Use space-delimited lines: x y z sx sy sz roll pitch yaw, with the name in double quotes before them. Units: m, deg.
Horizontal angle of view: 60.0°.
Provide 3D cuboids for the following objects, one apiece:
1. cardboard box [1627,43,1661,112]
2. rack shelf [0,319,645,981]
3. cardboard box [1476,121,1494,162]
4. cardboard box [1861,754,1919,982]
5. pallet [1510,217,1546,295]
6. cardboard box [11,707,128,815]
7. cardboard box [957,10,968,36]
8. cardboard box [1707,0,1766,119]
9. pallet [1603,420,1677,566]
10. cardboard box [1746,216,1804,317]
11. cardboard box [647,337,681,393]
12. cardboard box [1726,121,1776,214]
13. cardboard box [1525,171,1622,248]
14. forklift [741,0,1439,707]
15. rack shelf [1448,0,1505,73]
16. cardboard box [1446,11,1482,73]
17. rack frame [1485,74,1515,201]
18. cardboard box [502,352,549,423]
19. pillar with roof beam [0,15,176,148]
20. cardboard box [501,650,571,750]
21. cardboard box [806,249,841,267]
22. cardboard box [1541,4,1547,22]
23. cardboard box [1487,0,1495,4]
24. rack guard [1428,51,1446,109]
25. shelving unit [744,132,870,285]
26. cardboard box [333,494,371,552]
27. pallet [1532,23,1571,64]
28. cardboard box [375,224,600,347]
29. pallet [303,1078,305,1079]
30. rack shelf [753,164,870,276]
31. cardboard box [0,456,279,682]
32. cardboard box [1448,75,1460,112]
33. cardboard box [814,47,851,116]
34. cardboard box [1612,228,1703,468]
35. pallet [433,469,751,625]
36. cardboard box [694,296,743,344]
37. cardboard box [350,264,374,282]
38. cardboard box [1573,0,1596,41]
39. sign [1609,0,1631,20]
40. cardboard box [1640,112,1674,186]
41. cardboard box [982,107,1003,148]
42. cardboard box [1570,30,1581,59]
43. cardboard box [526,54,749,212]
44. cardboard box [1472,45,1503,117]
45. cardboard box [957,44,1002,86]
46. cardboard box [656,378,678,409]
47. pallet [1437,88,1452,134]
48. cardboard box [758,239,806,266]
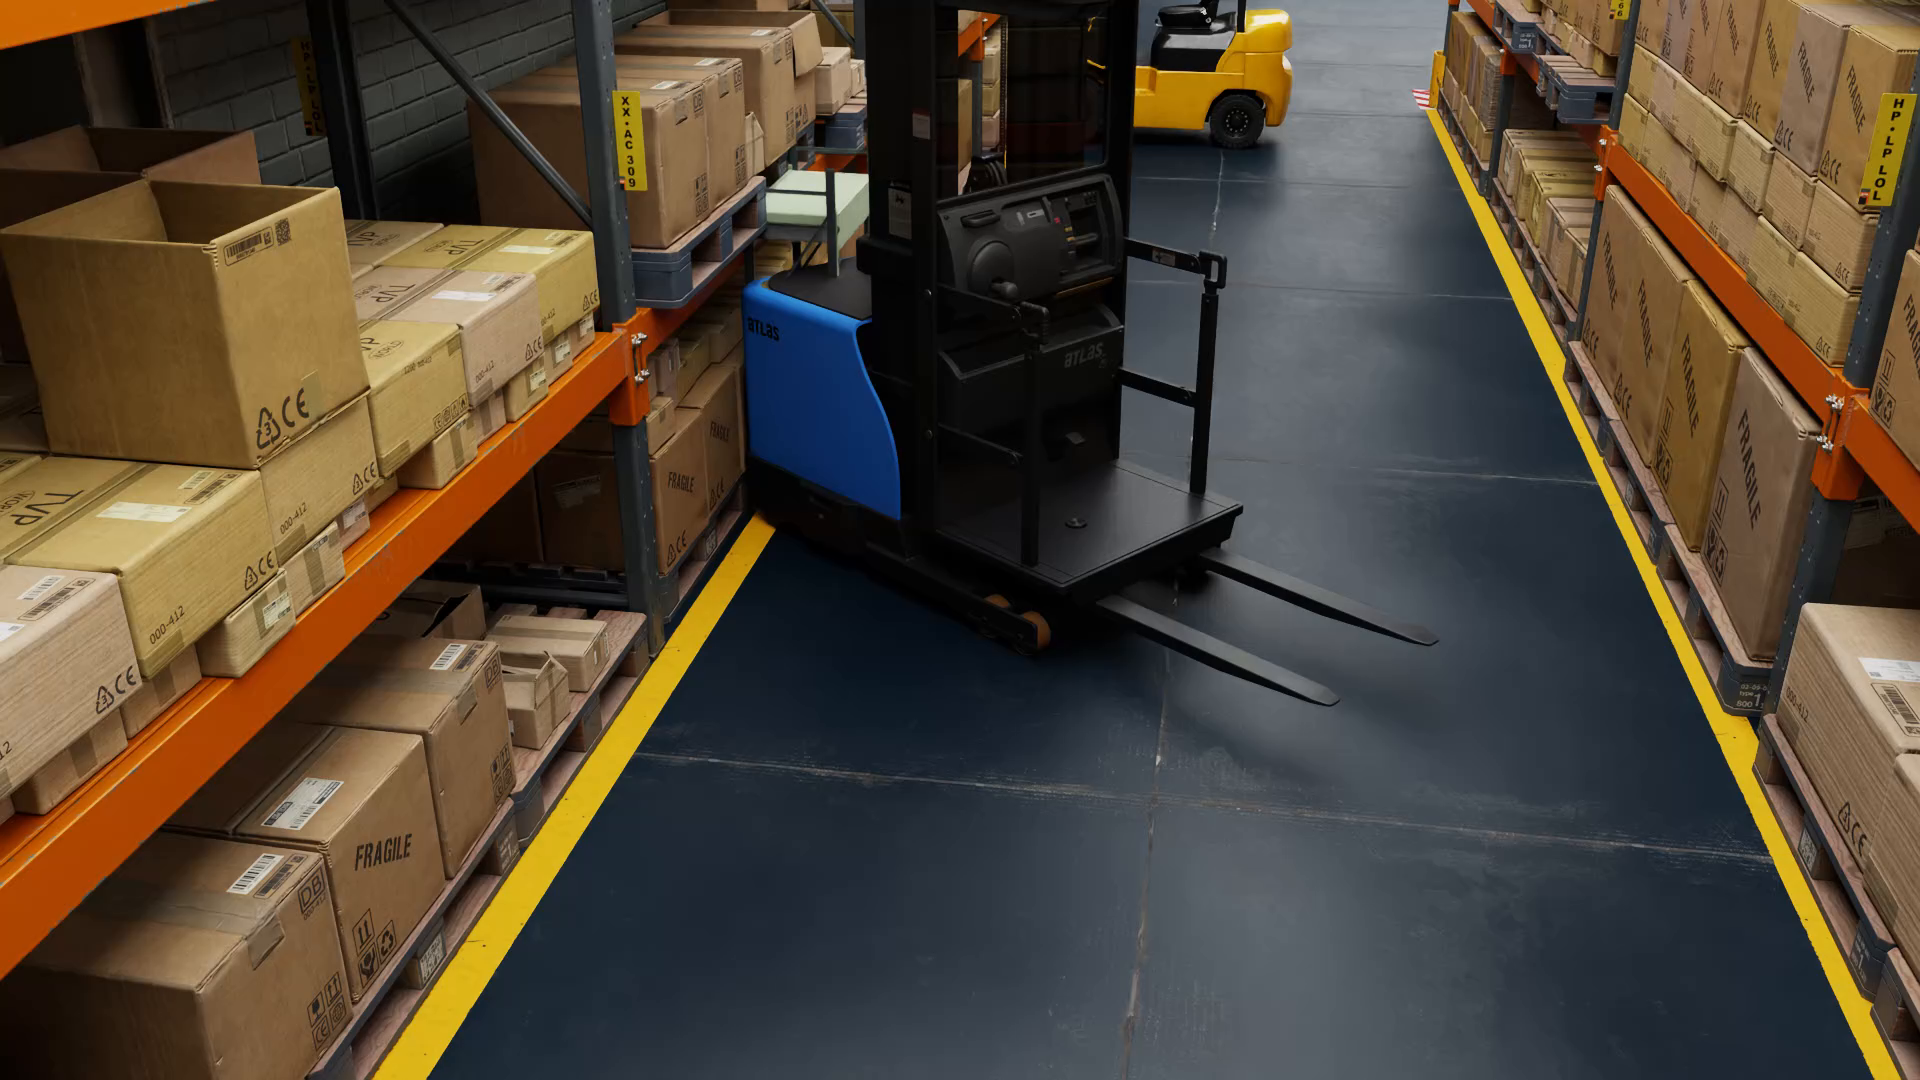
"cardboard box" 3.590 -2.259 8.125 0.500 0.250 0.500 4 25 8
"rack shelf" -1.961 0.198 4.138 1.077 0.370 4.000 4 25 9
"cardboard box" 4.402 -3.179 13.251 0.500 0.250 0.500 5 26 11
"cardboard box" 2.909 0.978 4.150 0.875 0.438 0.875 3 25 7
"pallet" 4.248 -1.868 10.991 1.003 0.211 1.213 4 25 9
"cardboard box" -1.858 0.380 3.196 0.380 0.149 0.250 5 26 10
"cardboard box" -0.228 -3.803 12.013 0.500 0.250 0.500 4 25 8
"cardboard box" 3.338 -1.970 6.622 0.500 0.500 0.500 4 25 9
"pallet" 3.512 -0.199 7.426 1.003 0.211 1.213 4 25 9
"cardboard box" 3.172 -0.972 5.966 0.500 0.250 0.500 4 25 8
"cardboard box" -1.318 -0.695 6.533 0.380 0.149 0.250 3 25 6
"cardboard box" 3.248 -1.409 6.308 0.500 0.250 0.500 5 25 10
"cardboard box" 4.261 -2.157 10.924 0.950 0.372 0.625 5 26 10
"forklift" 0.433 -1.135 6.217 1.130 2.935 3.031 -22 33 -39
"rack shelf" 4.897 -4.479 14.129 1.077 0.370 4.000 4 25 9
"cardboard box" 4.816 -4.597 15.397 0.500 0.500 0.500 3 25 7
"rack frame" 4.570 -3.968 12.189 1.000 3.000 0.127 4 25 9
"cardboard box" -1.477 -0.479 5.032 0.380 0.149 0.250 5 25 10
"pillar with roof beam" 1.610 -3.155 3.375 9.100 9.000 0.400 4 25 9
"cardboard box" -1.494 0.486 5.403 0.396 0.266 0.258 5 26 10
"cardboard box" -0.930 -1.295 8.932 0.500 0.500 0.500 4 25 8
"cardboard box" 4.065 -3.503 10.996 0.380 0.149 0.250 4 25 9
"cardboard box" 4.485 -4.435 13.483 0.380 0.149 0.250 4 25 8
"rack guard" 5.212 -4.477 16.225 1.175 0.500 0.348 4 25 9
"shelving unit" -0.652 -1.031 7.514 0.431 1.500 0.755 5 27 9
"cardboard box" -1.707 -0.056 4.127 0.380 0.149 0.250 4 25 8
"pallet" 4.200 -3.039 10.431 1.003 0.211 1.213 4 25 9
"cardboard box" -1.477 -0.801 5.250 0.500 0.250 0.500 5 25 10
"pallet" -2.147 1.606 3.570 1.003 0.211 1.213 4 25 9
"rack shelf" -0.650 -1.379 7.338 0.431 0.370 0.720 5 27 9
"cardboard box" -1.787 0.047 3.437 0.500 0.250 0.500 4 25 8
"cardboard box" 4.729 -4.055 15.122 0.500 0.250 0.500 5 26 10
"cardboard box" -0.834 -2.296 8.299 0.500 0.250 0.500 3 25 6
"cardboard box" 3.572 -0.867 7.575 0.875 0.875 0.875 4 25 9
"pallet" -1.539 -0.044 7.096 1.003 0.211 1.213 4 25 9
"cardboard box" -1.162 -0.998 7.533 0.380 0.149 0.250 5 26 10
"cardboard box" -2.057 -0.633 4.889 0.500 0.250 0.500 4 25 8
"cardboard box" 3.790 -3.092 9.353 0.500 0.500 0.500 4 25 8
"sign" 3.380 -2.817 8.458 0.100 0.325 0.005 4 25 9
"cardboard box" 3.522 -1.824 7.786 0.500 0.250 0.500 3 25 7
"cardboard box" 0.079 -3.435 13.798 0.500 0.250 0.500 4 25 9
"cardboard box" 3.757 -2.855 9.613 0.380 0.149 0.250 3 25 6
"cardboard box" -1.250 -1.603 6.524 0.700 0.500 0.500 4 25 9
"cardboard box" 4.484 -3.732 13.547 0.500 0.500 0.500 4 25 9
"cardboard box" 0.061 -3.889 13.588 0.500 0.250 0.500 4 25 8
"cardboard box" -1.345 -0.569 6.616 0.380 0.149 0.250 3 25 7
"pallet" 5.044 -4.009 15.566 1.003 0.211 1.213 4 25 9
"cardboard box" -1.000 -1.435 8.465 0.380 0.149 0.250 5 26 10
